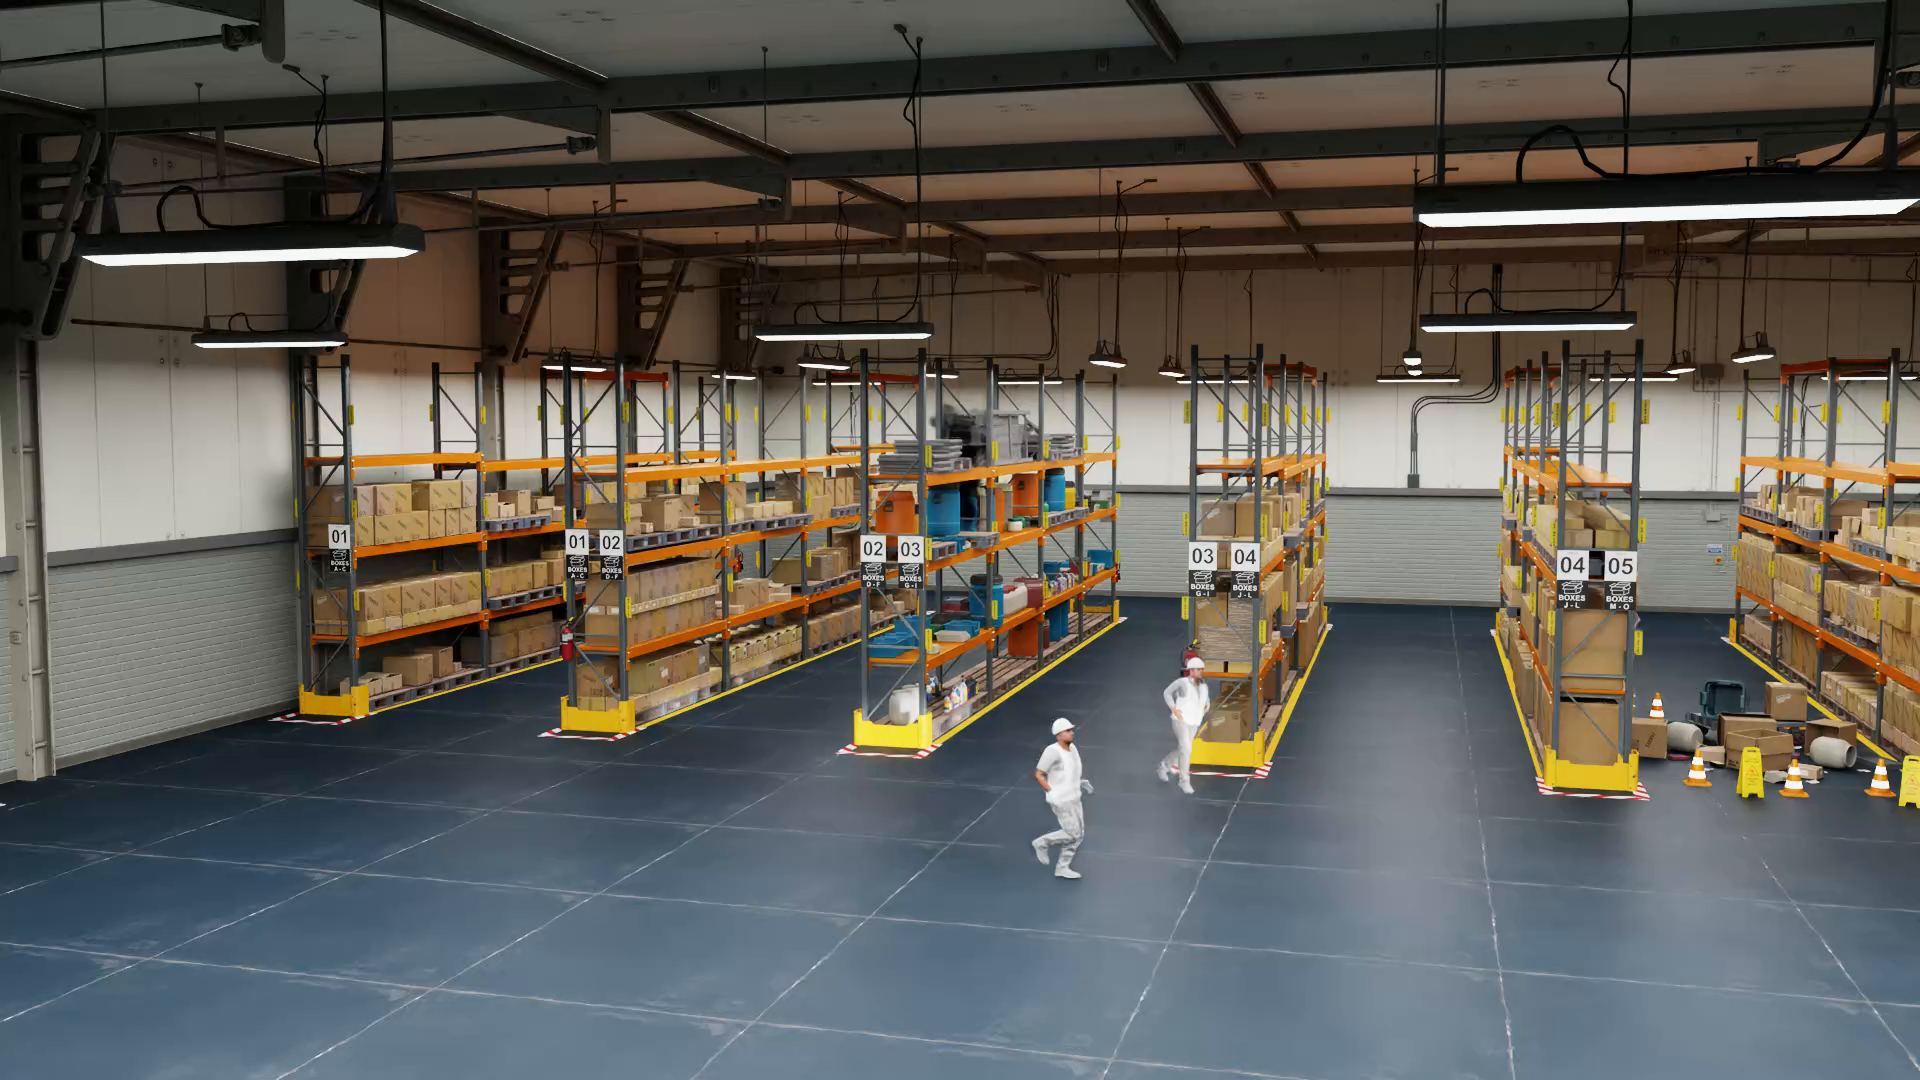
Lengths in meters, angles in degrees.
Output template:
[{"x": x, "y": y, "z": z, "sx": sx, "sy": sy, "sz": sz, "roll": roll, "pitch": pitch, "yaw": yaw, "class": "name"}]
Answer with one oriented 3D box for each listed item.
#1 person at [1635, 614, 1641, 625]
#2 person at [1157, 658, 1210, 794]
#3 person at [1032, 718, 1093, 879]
[{"x": 15.302, "y": 1.248, "z": 38.547, "sx": 0.967, "sy": 1.662, "sz": 0.570, "roll": 1, "pitch": 4, "yaw": 15, "class": "person"}, {"x": 3.077, "y": 2.465, "z": 22.483, "sx": 0.728, "sy": 1.756, "sz": 0.861, "roll": -3, "pitch": 5, "yaw": -36, "class": "person"}, {"x": 1.111, "y": 2.790, "z": 17.993, "sx": 0.604, "sy": 1.734, "sz": 0.686, "roll": 3, "pitch": 5, "yaw": 32, "class": "person"}]
